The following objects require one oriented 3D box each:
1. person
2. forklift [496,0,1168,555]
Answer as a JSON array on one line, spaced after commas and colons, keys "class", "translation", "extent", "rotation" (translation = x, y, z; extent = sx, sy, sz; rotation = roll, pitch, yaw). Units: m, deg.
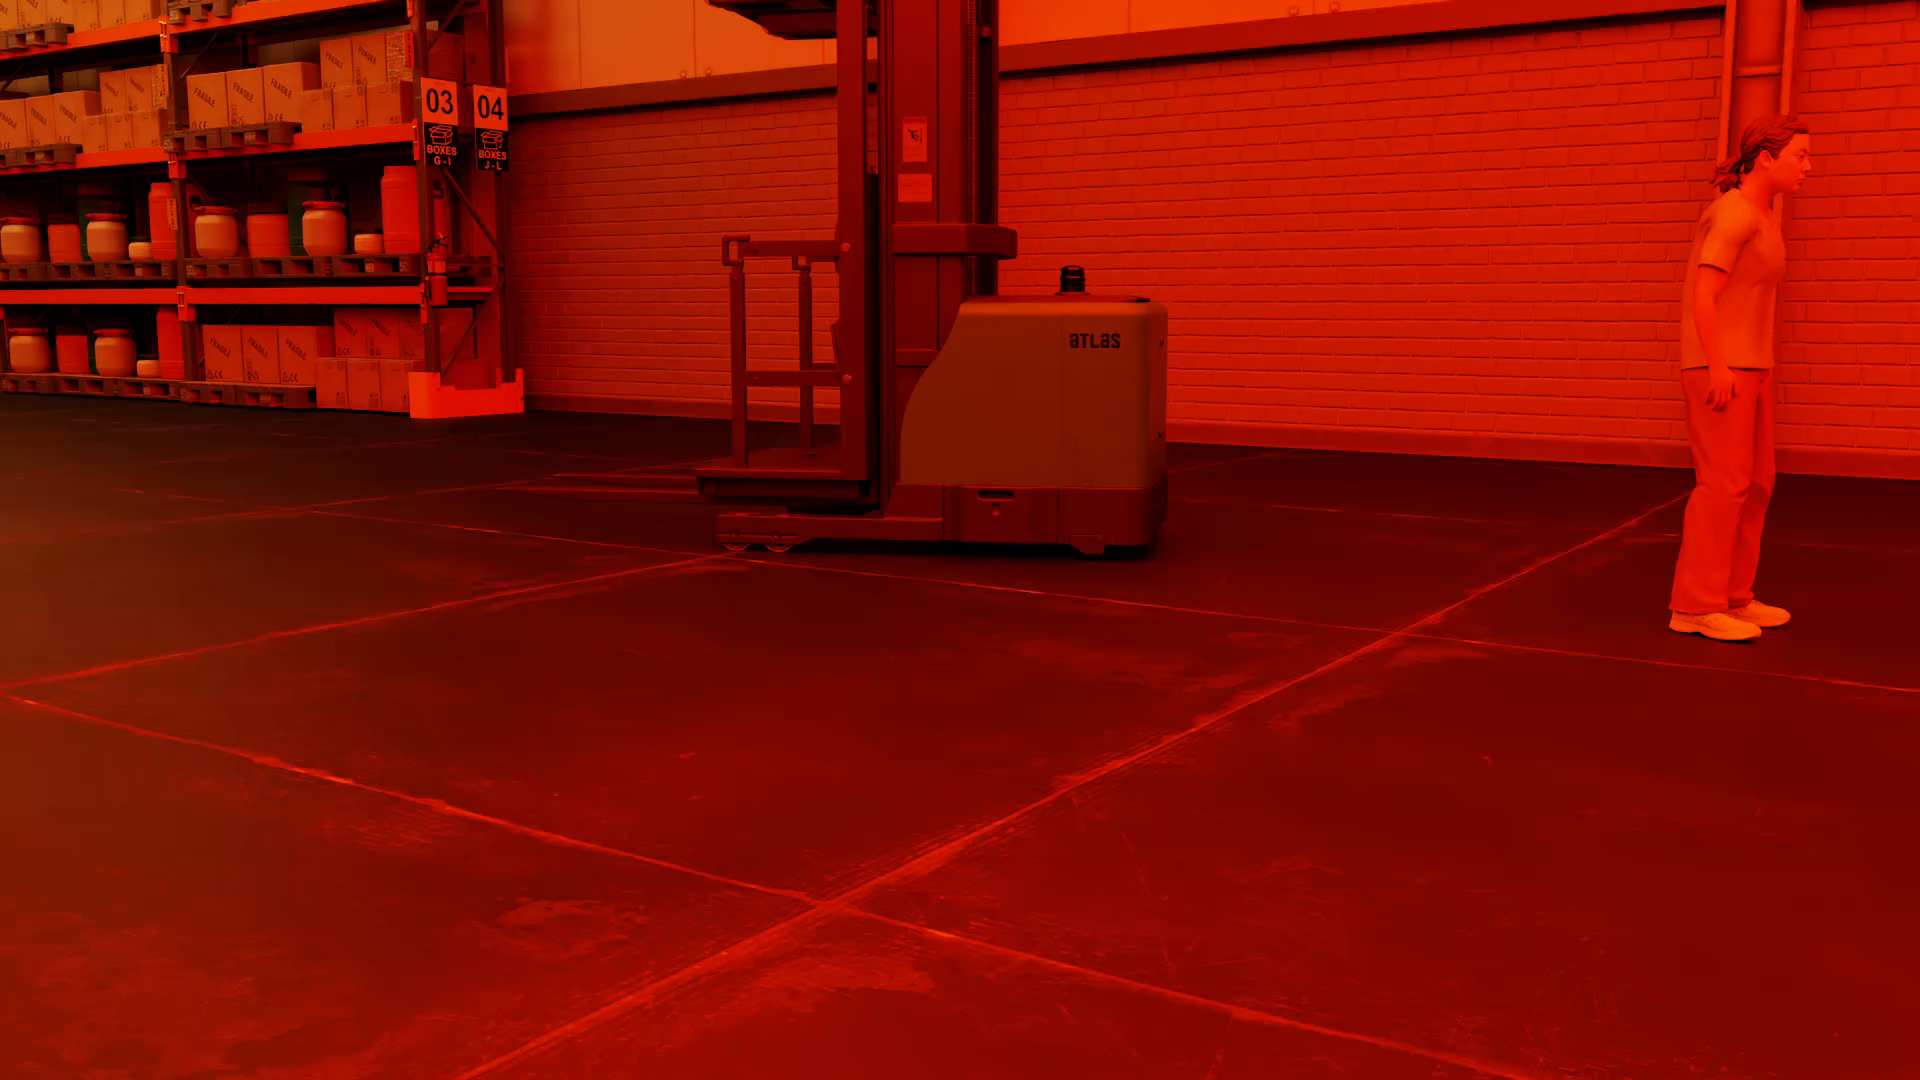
[{"class": "person", "translation": [2.544, -0.536, 5.433], "extent": [0.352, 1.673, 0.502], "rotation": [7, 11, 40]}, {"class": "forklift", "translation": [-0.596, -1.469, 7.520], "extent": [3.031, 2.935, 1.130], "rotation": [2, 8, 12]}]
